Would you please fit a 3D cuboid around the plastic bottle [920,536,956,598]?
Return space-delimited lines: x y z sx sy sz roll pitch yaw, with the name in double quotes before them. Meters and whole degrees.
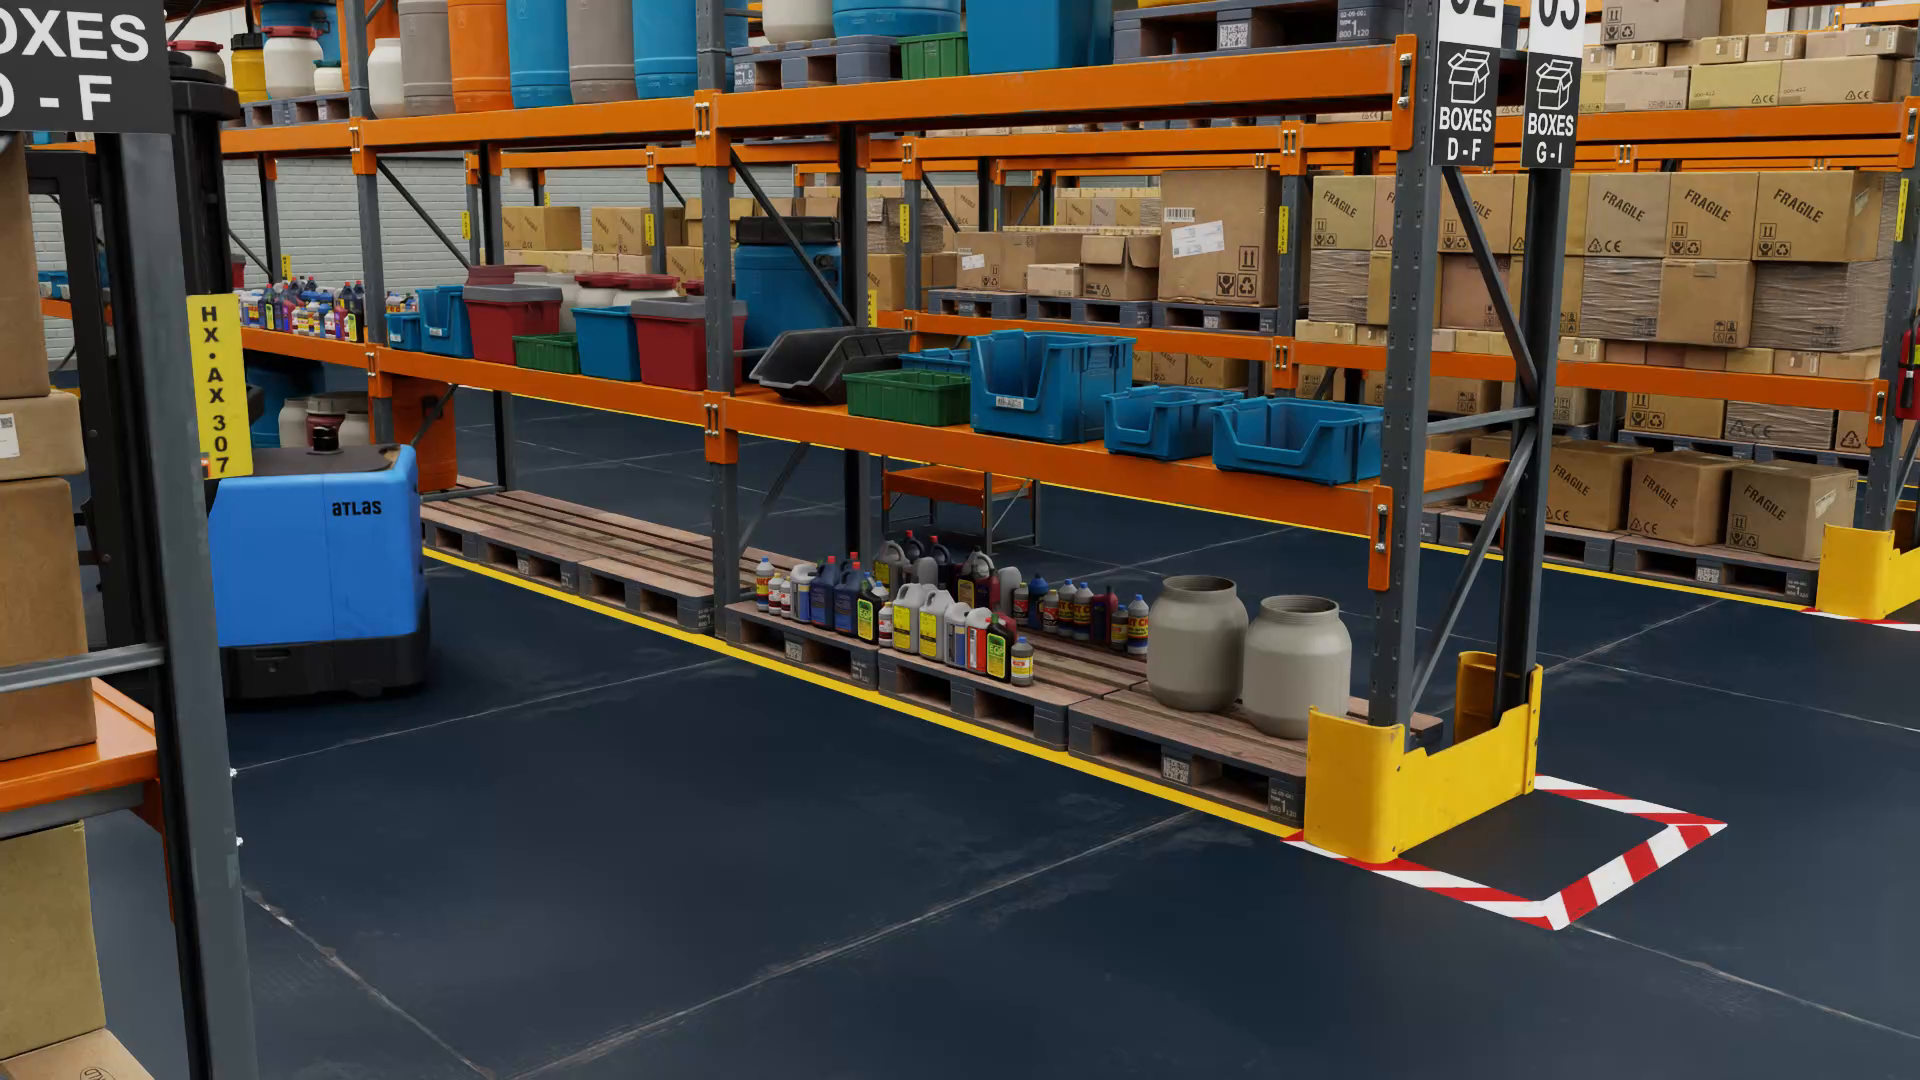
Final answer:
"plastic bottle" -0.120 0.157 8.689 0.185 0.351 0.144 11 16 42

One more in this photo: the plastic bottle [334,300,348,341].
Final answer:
"plastic bottle" -4.415 -1.566 11.870 0.061 0.283 0.133 -11 16 -43

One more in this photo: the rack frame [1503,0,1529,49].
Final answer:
"rack frame" 7.082 -6.600 21.145 1.000 3.000 0.127 -11 16 -43

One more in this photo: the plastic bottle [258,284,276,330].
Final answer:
"plastic bottle" -5.344 -1.808 12.876 0.144 0.351 0.185 -11 16 -43

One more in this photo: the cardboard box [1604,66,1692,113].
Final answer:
"cardboard box" 4.228 -2.692 9.983 0.500 0.250 0.500 -10 16 -41

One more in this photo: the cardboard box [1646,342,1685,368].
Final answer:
"cardboard box" 4.407 -1.150 10.180 0.380 0.149 0.250 -11 16 -43

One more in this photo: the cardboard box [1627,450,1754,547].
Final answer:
"cardboard box" 4.583 -0.270 10.444 0.500 0.500 0.500 -6 13 -28

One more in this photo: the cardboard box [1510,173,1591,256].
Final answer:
"cardboard box" 3.848 -2.063 10.527 0.500 0.500 0.500 -11 16 -43

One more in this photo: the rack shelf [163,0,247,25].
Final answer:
"rack shelf" -7.811 -4.856 15.455 1.077 0.370 4.000 -11 16 -43

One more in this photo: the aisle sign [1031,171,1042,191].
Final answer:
"aisle sign" 1.298 -6.072 27.010 0.394 0.787 0.004 -11 16 -43

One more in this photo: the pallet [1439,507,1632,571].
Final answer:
"pallet" 4.013 -0.060 11.179 1.003 0.211 1.213 -11 16 -43

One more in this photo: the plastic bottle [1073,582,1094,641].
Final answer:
"plastic bottle" 0.594 0.340 7.999 0.097 0.271 0.097 0 12 0

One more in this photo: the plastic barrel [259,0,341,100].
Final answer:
"plastic barrel" -5.141 -3.867 13.029 0.600 0.901 0.708 -11 16 -43

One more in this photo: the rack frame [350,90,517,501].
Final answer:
"rack frame" -3.668 -1.590 11.697 1.000 3.000 0.127 -11 16 -43

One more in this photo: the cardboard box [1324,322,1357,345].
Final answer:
"cardboard box" 2.771 -1.462 11.697 0.380 0.149 0.250 -11 16 -43

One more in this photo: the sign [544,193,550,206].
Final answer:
"sign" -5.208 -4.205 20.931 0.100 0.325 0.005 -11 16 -43

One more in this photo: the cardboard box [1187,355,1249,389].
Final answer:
"cardboard box" 2.928 -1.998 18.830 0.500 0.500 0.500 -11 16 -43

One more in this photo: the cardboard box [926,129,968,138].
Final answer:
"cardboard box" 0.055 -3.572 14.254 0.500 0.250 0.500 -11 16 -42

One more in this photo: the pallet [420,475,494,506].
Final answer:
"pallet" -4.242 -0.334 12.509 1.003 0.211 1.213 -11 16 -43

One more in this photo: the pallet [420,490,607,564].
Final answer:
"pallet" -3.161 -0.106 11.403 1.003 0.211 1.213 -11 16 -43

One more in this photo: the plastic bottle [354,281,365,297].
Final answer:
"plastic bottle" -4.798 -1.901 13.325 0.144 0.351 0.185 -11 16 -43

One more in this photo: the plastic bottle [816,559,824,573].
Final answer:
"plastic bottle" -0.683 0.244 8.433 0.061 0.283 0.133 -11 16 -43

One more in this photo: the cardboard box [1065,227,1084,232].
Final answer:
"cardboard box" 1.469 -3.642 19.760 0.380 0.149 0.250 -11 16 -43

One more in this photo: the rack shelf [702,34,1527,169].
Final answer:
"rack shelf" 0.476 -1.831 7.217 1.077 0.370 4.000 -11 16 -43

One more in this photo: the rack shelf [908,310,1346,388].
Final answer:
"rack shelf" 1.296 -1.636 13.703 1.077 0.370 4.000 -11 16 -43

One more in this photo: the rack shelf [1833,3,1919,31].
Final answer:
"rack shelf" 11.226 -5.370 16.967 1.077 0.370 4.000 -11 16 -43

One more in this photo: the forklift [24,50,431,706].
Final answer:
"forklift" -4.111 -0.712 7.605 3.031 2.935 1.130 -3 12 -15

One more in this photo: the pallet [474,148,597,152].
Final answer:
"pallet" -5.090 -4.767 19.902 1.003 0.211 1.213 -11 16 -43

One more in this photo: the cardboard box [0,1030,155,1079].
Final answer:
"cardboard box" -1.938 1.299 3.448 0.500 0.250 0.500 -11 16 -43

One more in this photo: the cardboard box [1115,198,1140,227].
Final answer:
"cardboard box" 2.751 -5.037 25.700 0.500 0.500 0.500 -11 16 -42

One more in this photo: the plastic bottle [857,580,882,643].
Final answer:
"plastic bottle" -0.434 0.341 7.962 0.061 0.283 0.133 -10 15 -40

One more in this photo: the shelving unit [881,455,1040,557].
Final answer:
"shelving unit" -0.005 -0.552 11.303 0.538 1.125 1.048 -11 16 -43

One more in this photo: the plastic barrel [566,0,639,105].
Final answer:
"plastic barrel" -1.865 -2.861 9.187 0.600 0.901 0.600 0 12 0

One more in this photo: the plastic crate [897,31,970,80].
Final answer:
"plastic crate" -0.013 -2.104 7.280 0.336 0.188 0.450 -11 16 -43

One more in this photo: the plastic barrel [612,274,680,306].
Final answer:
"plastic barrel" -1.914 -1.350 10.196 0.433 0.535 0.433 0 12 0

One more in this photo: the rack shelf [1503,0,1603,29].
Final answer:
"rack shelf" 4.953 -5.055 16.421 1.077 0.370 4.000 -11 16 -43

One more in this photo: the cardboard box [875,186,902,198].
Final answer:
"cardboard box" -0.784 -4.481 22.263 0.500 0.500 0.500 11 16 43

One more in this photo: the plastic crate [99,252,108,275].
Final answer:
"plastic crate" -8.826 -2.782 17.244 0.616 0.435 0.499 -11 16 -43

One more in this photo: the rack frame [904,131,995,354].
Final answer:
"rack frame" -0.085 -2.281 15.047 1.000 3.000 0.127 -11 16 -43

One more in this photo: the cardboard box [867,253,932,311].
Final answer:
"cardboard box" -0.605 -2.367 15.219 0.500 0.500 0.500 -10 15 -41

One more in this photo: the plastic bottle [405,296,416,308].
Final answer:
"plastic bottle" -4.156 -1.715 12.622 0.097 0.271 0.097 0 12 0

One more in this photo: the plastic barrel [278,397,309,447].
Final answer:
"plastic barrel" -5.252 -0.881 13.380 0.421 0.512 0.421 0 12 0

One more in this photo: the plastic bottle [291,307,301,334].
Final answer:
"plastic bottle" -4.952 -1.645 12.455 0.097 0.201 0.097 0 12 0

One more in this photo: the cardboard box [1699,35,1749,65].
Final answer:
"cardboard box" 4.468 -2.813 9.583 0.380 0.149 0.250 -11 16 -42

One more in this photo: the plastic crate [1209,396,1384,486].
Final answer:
"plastic crate" 1.295 -0.381 6.197 0.499 0.251 0.616 -11 16 -43

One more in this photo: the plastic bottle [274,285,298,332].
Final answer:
"plastic bottle" -5.125 -1.762 12.651 0.144 0.351 0.185 -11 16 -43

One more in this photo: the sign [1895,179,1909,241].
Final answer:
"sign" 5.024 -1.760 8.870 0.100 0.325 0.005 -11 16 -43

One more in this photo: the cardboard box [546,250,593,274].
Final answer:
"cardboard box" -4.402 -3.188 19.088 0.500 0.250 0.500 -11 16 -44

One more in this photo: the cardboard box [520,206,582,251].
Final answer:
"cardboard box" -4.766 -3.632 19.384 0.500 0.500 0.500 11 16 44

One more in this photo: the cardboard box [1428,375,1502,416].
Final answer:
"cardboard box" 5.177 -1.696 16.746 1.050 0.750 0.750 -11 16 -43

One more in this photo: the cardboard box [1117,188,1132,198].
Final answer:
"cardboard box" 2.643 -5.363 25.675 0.250 0.149 0.380 11 16 44

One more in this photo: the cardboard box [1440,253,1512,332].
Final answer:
"cardboard box" 3.681 -1.680 11.149 0.875 0.500 0.500 -11 16 -43
